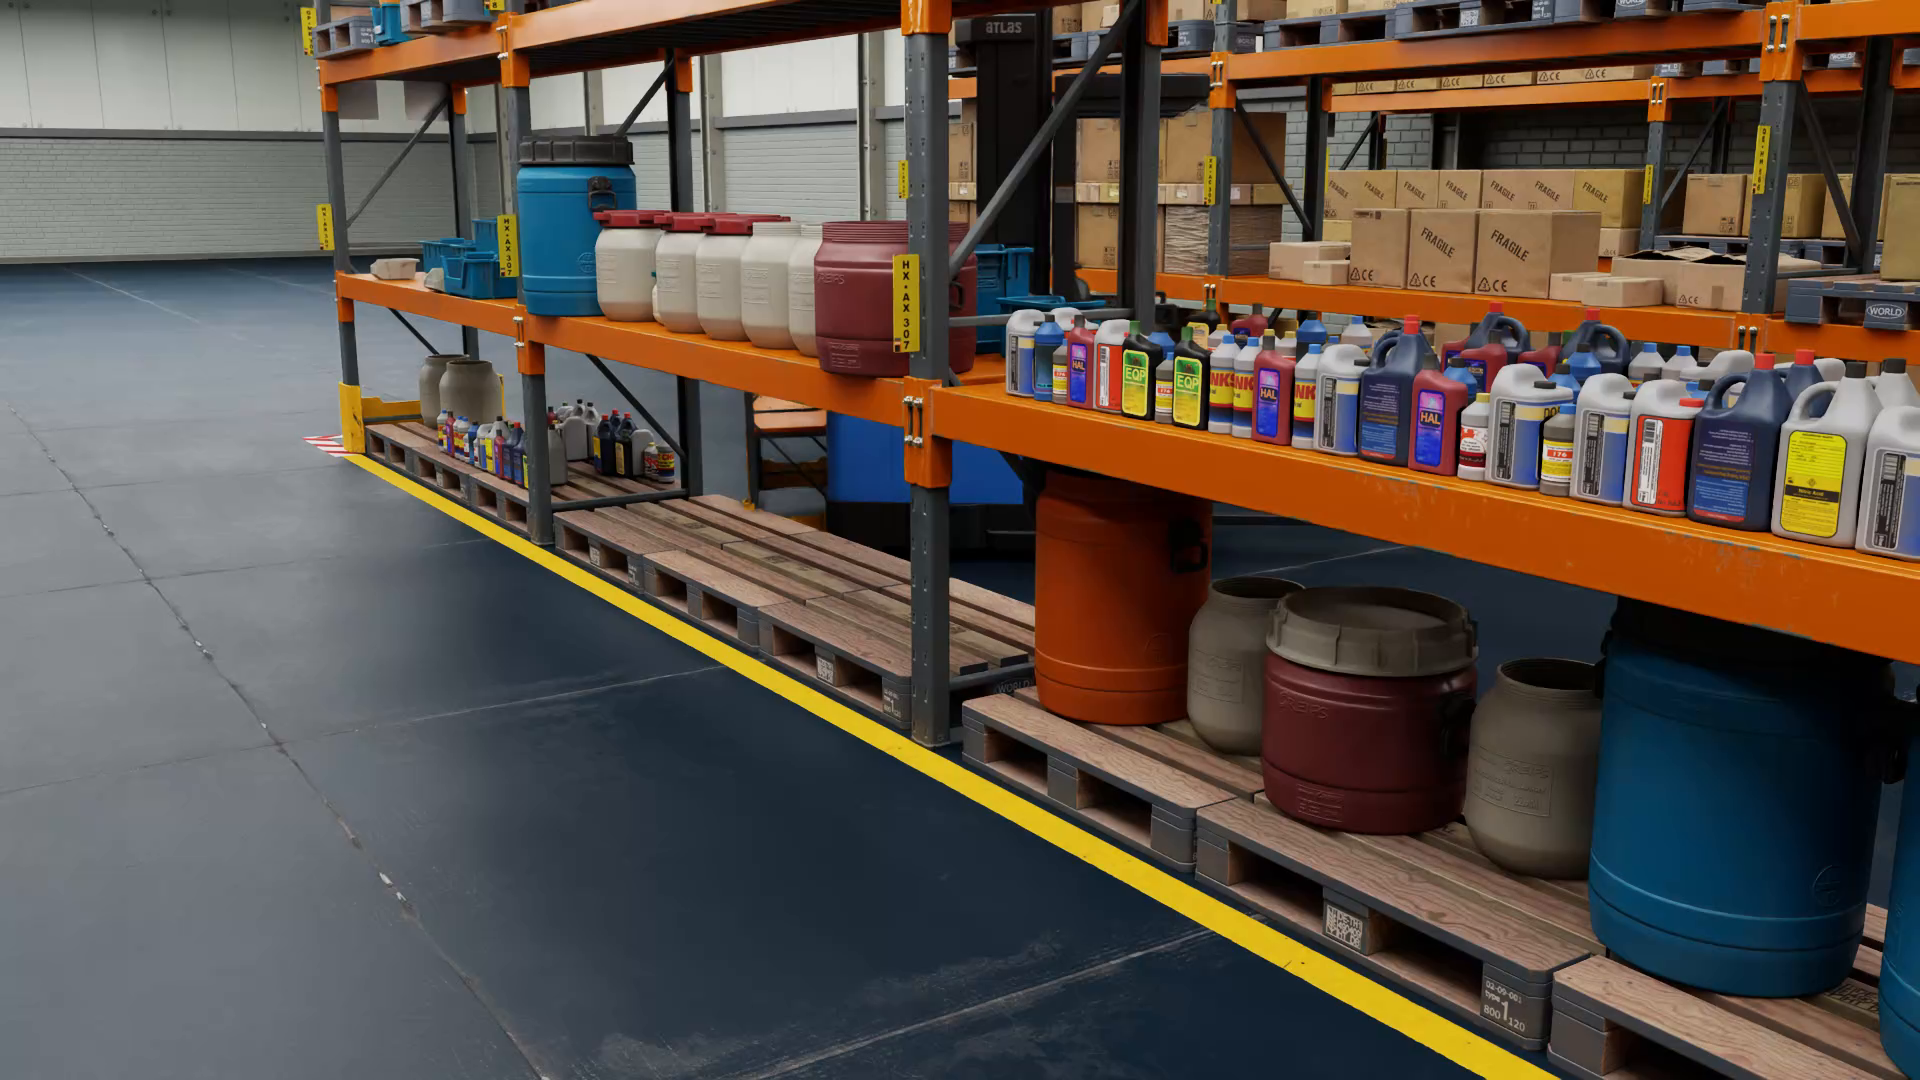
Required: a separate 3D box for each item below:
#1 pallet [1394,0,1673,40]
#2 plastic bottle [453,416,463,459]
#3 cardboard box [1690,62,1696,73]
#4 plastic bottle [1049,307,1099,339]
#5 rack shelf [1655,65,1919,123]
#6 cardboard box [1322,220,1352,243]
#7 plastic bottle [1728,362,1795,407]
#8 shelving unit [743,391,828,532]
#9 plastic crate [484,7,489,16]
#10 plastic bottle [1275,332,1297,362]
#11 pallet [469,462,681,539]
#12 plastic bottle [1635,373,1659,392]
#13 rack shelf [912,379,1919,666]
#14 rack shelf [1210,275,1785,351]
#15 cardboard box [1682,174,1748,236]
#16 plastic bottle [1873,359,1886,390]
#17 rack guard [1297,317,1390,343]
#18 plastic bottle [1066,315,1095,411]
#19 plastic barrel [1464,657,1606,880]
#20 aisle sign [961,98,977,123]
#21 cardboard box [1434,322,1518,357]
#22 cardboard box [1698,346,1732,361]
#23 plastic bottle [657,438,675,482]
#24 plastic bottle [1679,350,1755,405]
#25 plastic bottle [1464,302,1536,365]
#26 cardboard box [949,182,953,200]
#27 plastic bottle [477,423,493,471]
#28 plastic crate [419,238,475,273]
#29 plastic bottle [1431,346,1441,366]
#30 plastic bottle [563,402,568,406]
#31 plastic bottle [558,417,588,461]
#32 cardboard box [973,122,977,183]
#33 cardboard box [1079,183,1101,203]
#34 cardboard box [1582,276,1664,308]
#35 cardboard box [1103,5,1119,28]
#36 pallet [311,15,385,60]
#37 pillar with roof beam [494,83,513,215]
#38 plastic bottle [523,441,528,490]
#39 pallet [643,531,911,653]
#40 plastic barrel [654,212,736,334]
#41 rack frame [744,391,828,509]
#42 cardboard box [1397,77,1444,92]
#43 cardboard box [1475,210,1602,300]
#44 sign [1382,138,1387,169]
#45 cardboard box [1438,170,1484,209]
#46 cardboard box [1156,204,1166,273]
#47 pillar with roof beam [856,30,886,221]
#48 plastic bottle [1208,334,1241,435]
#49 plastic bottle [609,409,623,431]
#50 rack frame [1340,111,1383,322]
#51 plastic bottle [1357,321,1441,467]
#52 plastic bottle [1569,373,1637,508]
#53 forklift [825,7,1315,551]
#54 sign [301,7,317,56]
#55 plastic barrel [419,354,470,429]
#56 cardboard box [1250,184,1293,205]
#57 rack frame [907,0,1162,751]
[{"bbox_3d":[3.326,-3.051,9.713,1.003,0.211,1.213,-7,14,-30],"label":"pallet"},{"bbox_3d":[-3.224,-0.668,10.753,0.097,0.271,0.097,0,12,0],"label":"plastic bottle"},{"bbox_3d":[6.243,-4.309,14.741,0.500,0.500,0.500,-8,14,-31],"label":"cardboard box"},{"bbox_3d":[0.371,-0.626,5.493,0.152,0.276,0.135,-8,15,-33],"label":"plastic bottle"},{"bbox_3d":[7.413,-3.426,12.670,1.077,0.370,4.000,-8,15,-33],"label":"rack shelf"},{"bbox_3d":[4.094,-3.191,17.238,0.500,0.250,0.500,-9,15,-34],"label":"cardboard box"},{"bbox_3d":[1.911,-0.286,3.938,0.152,0.276,0.135,-8,15,-33],"label":"plastic bottle"},{"bbox_3d":[-0.963,-0.862,9.504,0.587,1.500,1.083,-3,19,-5],"label":"shelving unit"},{"bbox_3d":[-2.852,-3.361,10.724,0.392,0.384,0.575,-8,15,-33],"label":"plastic crate"},{"bbox_3d":[1.083,-0.584,5.477,0.097,0.201,0.097,0,12,0],"label":"plastic bottle"},{"bbox_3d":[-2.280,-0.257,10.044,1.003,0.211,1.213,-8,15,-33],"label":"pallet"},{"bbox_3d":[1.539,-0.238,3.730,0.097,0.271,0.097,0,12,0],"label":"plastic bottle"},{"bbox_3d":[1.381,-0.077,4.375,1.077,0.370,4.000,-8,15,-33],"label":"rack shelf"},{"bbox_3d":[3.291,-1.374,10.306,1.077,0.370,4.000,-8,15,-33],"label":"rack shelf"},{"bbox_3d":[6.558,-2.837,14.050,0.700,0.500,0.500,-8,15,-33],"label":"cardboard box"},{"bbox_3d":[2.149,-0.289,3.935,0.061,0.283,0.133,-8,15,-33],"label":"plastic bottle"},{"bbox_3d":[4.130,-2.144,17.998,1.175,0.500,0.348,-8,15,-33],"label":"rack guard"},{"bbox_3d":[0.388,-0.548,5.118,0.061,0.283,0.133,-8,15,-33],"label":"plastic bottle"},{"bbox_3d":[1.572,0.602,4.427,0.421,0.512,0.421,0,12,0],"label":"plastic barrel"},{"bbox_3d":[0.175,-4.109,15.043,0.394,0.787,0.004,-8,15,-33],"label":"aisle sign"},{"bbox_3d":[5.077,-2.001,16.314,0.700,0.500,0.500,-9,15,-36],"label":"cardboard box"},{"bbox_3d":[6.726,-1.533,14.170,0.700,0.500,0.500,-8,14,-31],"label":"cardboard box"},{"bbox_3d":[-1.755,-0.486,9.918,0.097,0.271,0.097,0,12,0],"label":"plastic bottle"},{"bbox_3d":[1.909,-0.345,4.209,0.152,0.276,0.135,-8,15,-33],"label":"plastic bottle"},{"bbox_3d":[1.539,-0.502,4.750,0.144,0.351,0.185,-8,15,-33],"label":"plastic bottle"},{"bbox_3d":[0.005,-3.063,14.593,0.380,0.149,0.250,-8,15,-33],"label":"cardboard box"},{"bbox_3d":[-2.912,-0.581,10.342,0.152,0.276,0.135,-8,15,-32],"label":"plastic bottle"},{"bbox_3d":[-3.633,-2.080,12.201,0.499,0.251,0.616,-8,15,-33],"label":"plastic crate"},{"bbox_3d":[1.407,-0.480,5.002,0.097,0.201,0.097,0,12,0],"label":"plastic bottle"},{"bbox_3d":[-2.697,-0.801,11.332,0.061,0.283,0.133,-8,14,-31],"label":"plastic bottle"},{"bbox_3d":[-2.494,-0.659,10.701,0.152,0.276,0.135,-8,15,-33],"label":"plastic bottle"},{"bbox_3d":[0.540,-3.288,14.105,0.700,0.500,0.500,-9,15,-34],"label":"cardboard box"},{"bbox_3d":[1.152,-2.695,12.914,0.380,0.149,0.250,-8,14,-31],"label":"cardboard box"},{"bbox_3d":[3.671,-1.374,9.211,0.380,0.149,0.250,-8,15,-33],"label":"cardboard box"},{"bbox_3d":[1.287,-3.879,12.335,0.380,0.149,0.250,-8,15,-33],"label":"cardboard box"},{"bbox_3d":[-3.782,-3.421,11.404,1.003,0.211,1.213,-8,15,-33],"label":"pallet"},{"bbox_3d":[-15.009,-11.114,39.119,9.100,9.000,0.548,-8,15,-33],"label":"pillar with roof beam"},{"bbox_3d":[-2.484,-0.430,9.633,0.061,0.283,0.133,-7,14,-30],"label":"plastic bottle"},{"bbox_3d":[-0.795,0.219,7.864,1.003,0.211,1.213,-8,15,-33],"label":"pallet"},{"bbox_3d":[-1.189,-1.235,7.669,0.433,0.535,0.433,0,12,0],"label":"plastic barrel"},{"bbox_3d":[-0.912,-0.700,9.034,0.500,1.500,0.032,-3,19,-5],"label":"rack frame"},{"bbox_3d":[4.624,-4.622,16.176,0.500,0.500,0.500,-7,14,-30],"label":"cardboard box"},{"bbox_3d":[3.456,-1.715,9.947,0.500,0.500,0.500,-9,15,-36],"label":"cardboard box"},{"bbox_3d":[4.562,-4.161,17.919,0.100,0.325,0.005,-8,15,-33],"label":"sign"},{"bbox_3d":[4.945,-3.289,15.931,0.500,0.500,0.500,-8,14,-31],"label":"cardboard box"},{"bbox_3d":[1.634,-2.301,12.628,0.700,0.500,0.500,-8,15,-33],"label":"cardboard box"},{"bbox_3d":[-5.036,-7.912,24.480,9.100,9.000,0.400,-8,15,-33],"label":"pillar with roof beam"},{"bbox_3d":[0.744,-0.435,4.630,0.097,0.271,0.097,0,12,0],"label":"plastic bottle"},{"bbox_3d":[-2.149,-0.642,10.448,0.144,0.351,0.185,-9,15,-35],"label":"plastic bottle"},{"bbox_3d":[4.088,-3.379,17.793,1.000,3.000,0.127,-8,15,-33],"label":"rack frame"},{"bbox_3d":[1.098,-0.369,4.143,0.144,0.351,0.185,-8,15,-33],"label":"plastic bottle"},{"bbox_3d":[1.446,-0.222,3.647,0.152,0.276,0.135,-8,15,-33],"label":"plastic bottle"},{"bbox_3d":[0.816,-1.421,9.000,3.031,2.935,1.130,1,12,3],"label":"forklift"},{"bbox_3d":[-4.619,-3.612,11.815,0.100,0.325,0.005,-8,15,-33],"label":"sign"},{"bbox_3d":[-3.731,-1.088,12.157,0.421,0.512,0.421,0,12,0],"label":"plastic barrel"},{"bbox_3d":[2.195,-2.517,12.099,0.380,0.149,0.250,-8,15,-33],"label":"cardboard box"},{"bbox_3d":[0.273,-0.784,5.924,1.000,3.000,0.127,-8,15,-33],"label":"rack frame"}]
